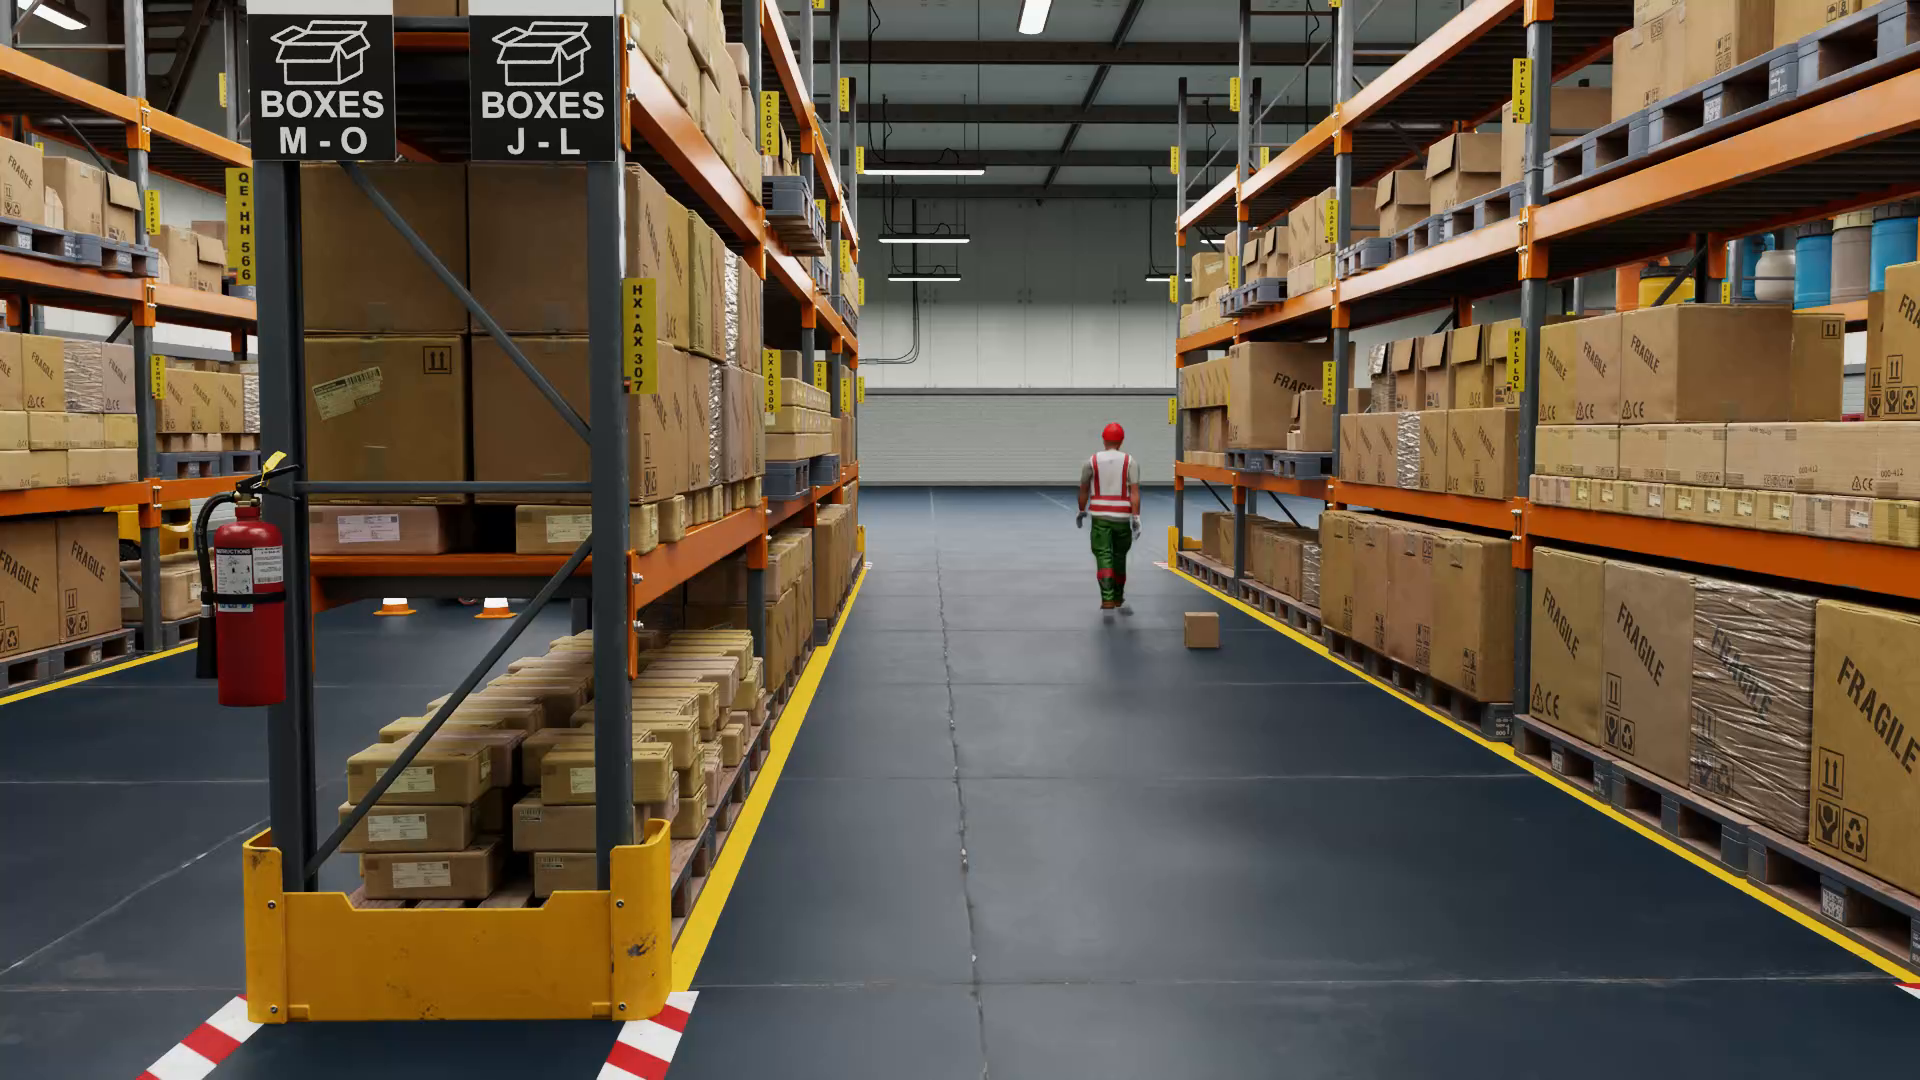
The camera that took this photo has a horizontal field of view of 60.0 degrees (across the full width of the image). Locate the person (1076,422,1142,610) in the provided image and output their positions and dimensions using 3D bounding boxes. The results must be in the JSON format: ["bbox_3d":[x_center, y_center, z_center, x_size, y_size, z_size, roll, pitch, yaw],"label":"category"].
[{"bbox_3d":[1.370,-0.218,15.393,0.583,1.740,1.057,0,4,0],"label":"person"}]
